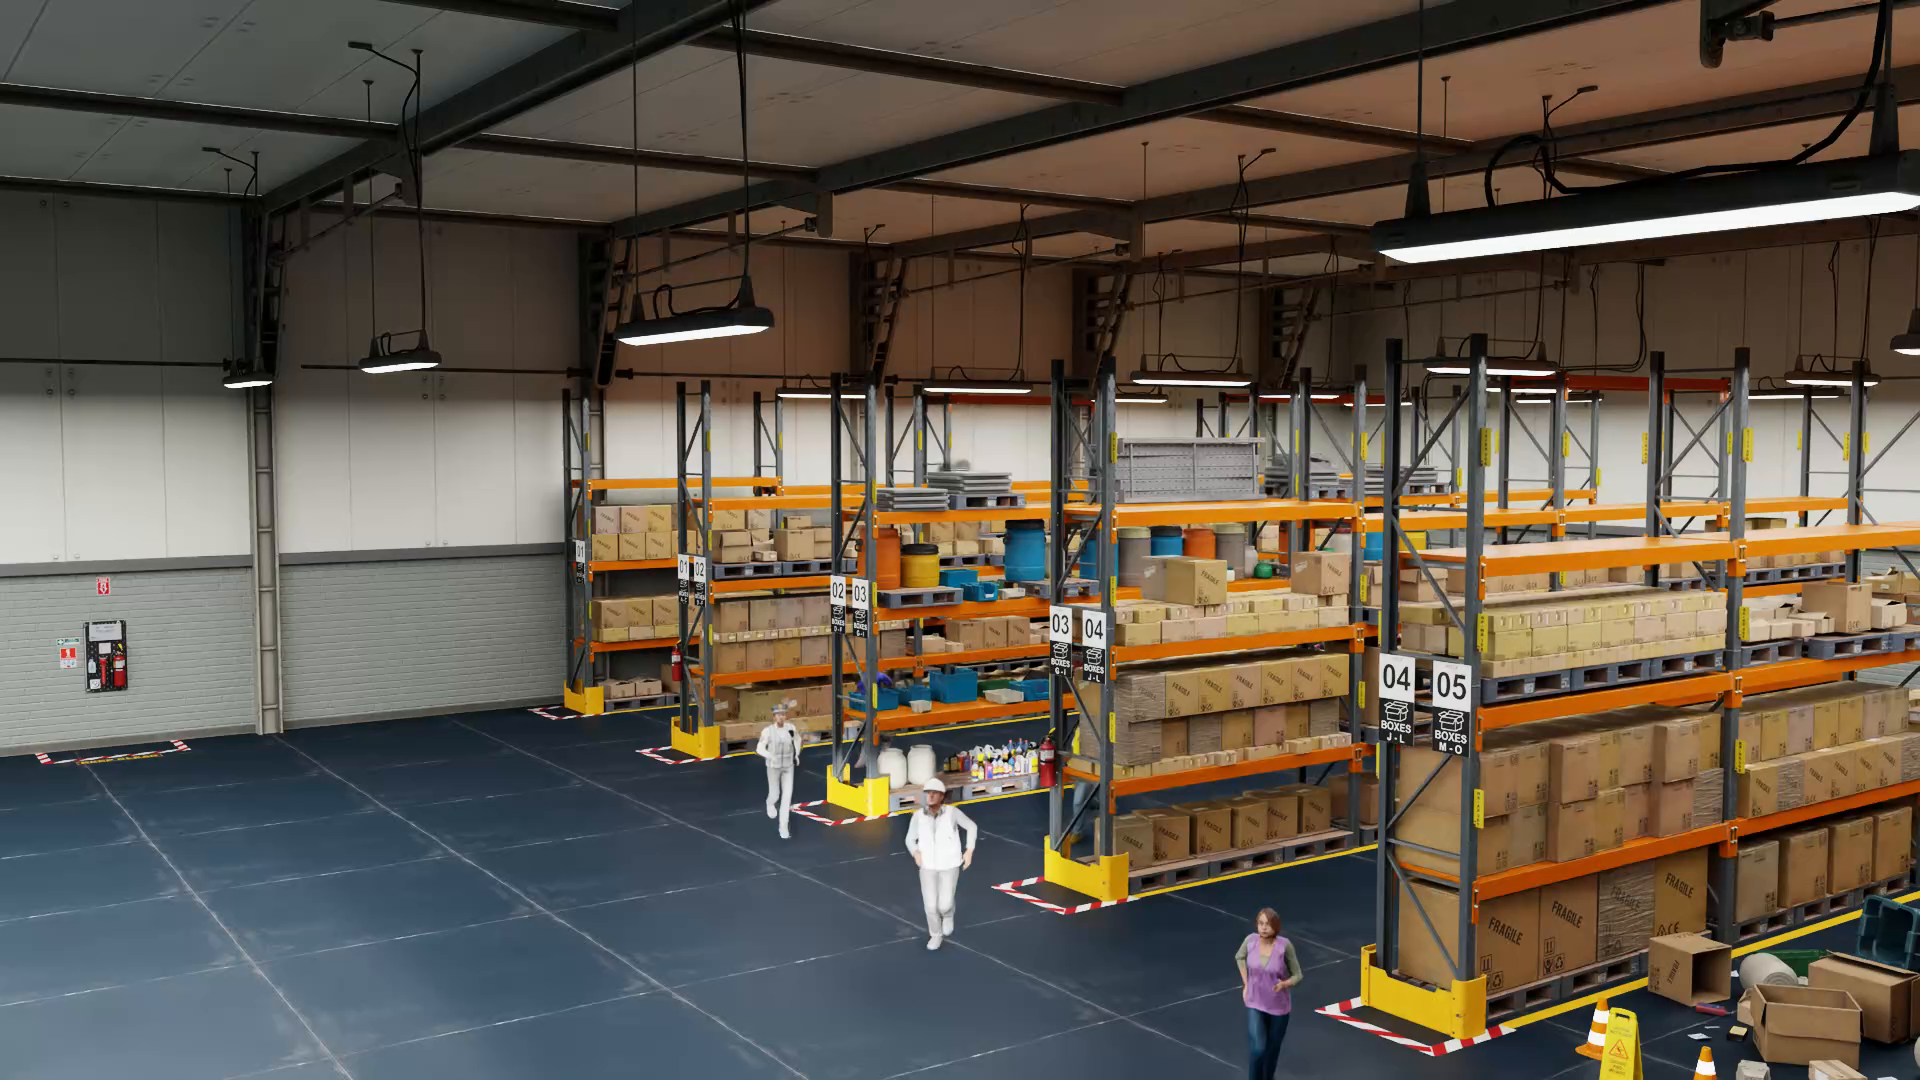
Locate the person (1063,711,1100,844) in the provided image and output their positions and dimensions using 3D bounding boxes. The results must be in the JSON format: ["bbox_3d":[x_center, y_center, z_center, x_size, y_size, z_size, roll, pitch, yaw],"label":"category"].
[{"bbox_3d":[1.653,2.952,21.155,0.870,1.745,0.712,-3,5,-37],"label":"person"}]

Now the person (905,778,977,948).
[{"bbox_3d":[-0.210,3.238,16.549,0.692,1.730,0.659,1,4,12],"label":"person"}]

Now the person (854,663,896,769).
[{"bbox_3d":[-1.348,2.701,25.842,0.578,1.600,0.894,3,5,37],"label":"person"}]

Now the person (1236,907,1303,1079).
[{"bbox_3d":[2.328,3.571,12.562,0.507,1.625,0.684,1,4,11],"label":"person"}]

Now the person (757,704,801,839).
[{"bbox_3d":[-2.331,2.952,21.568,0.619,1.704,0.865,-1,4,-18],"label":"person"}]
